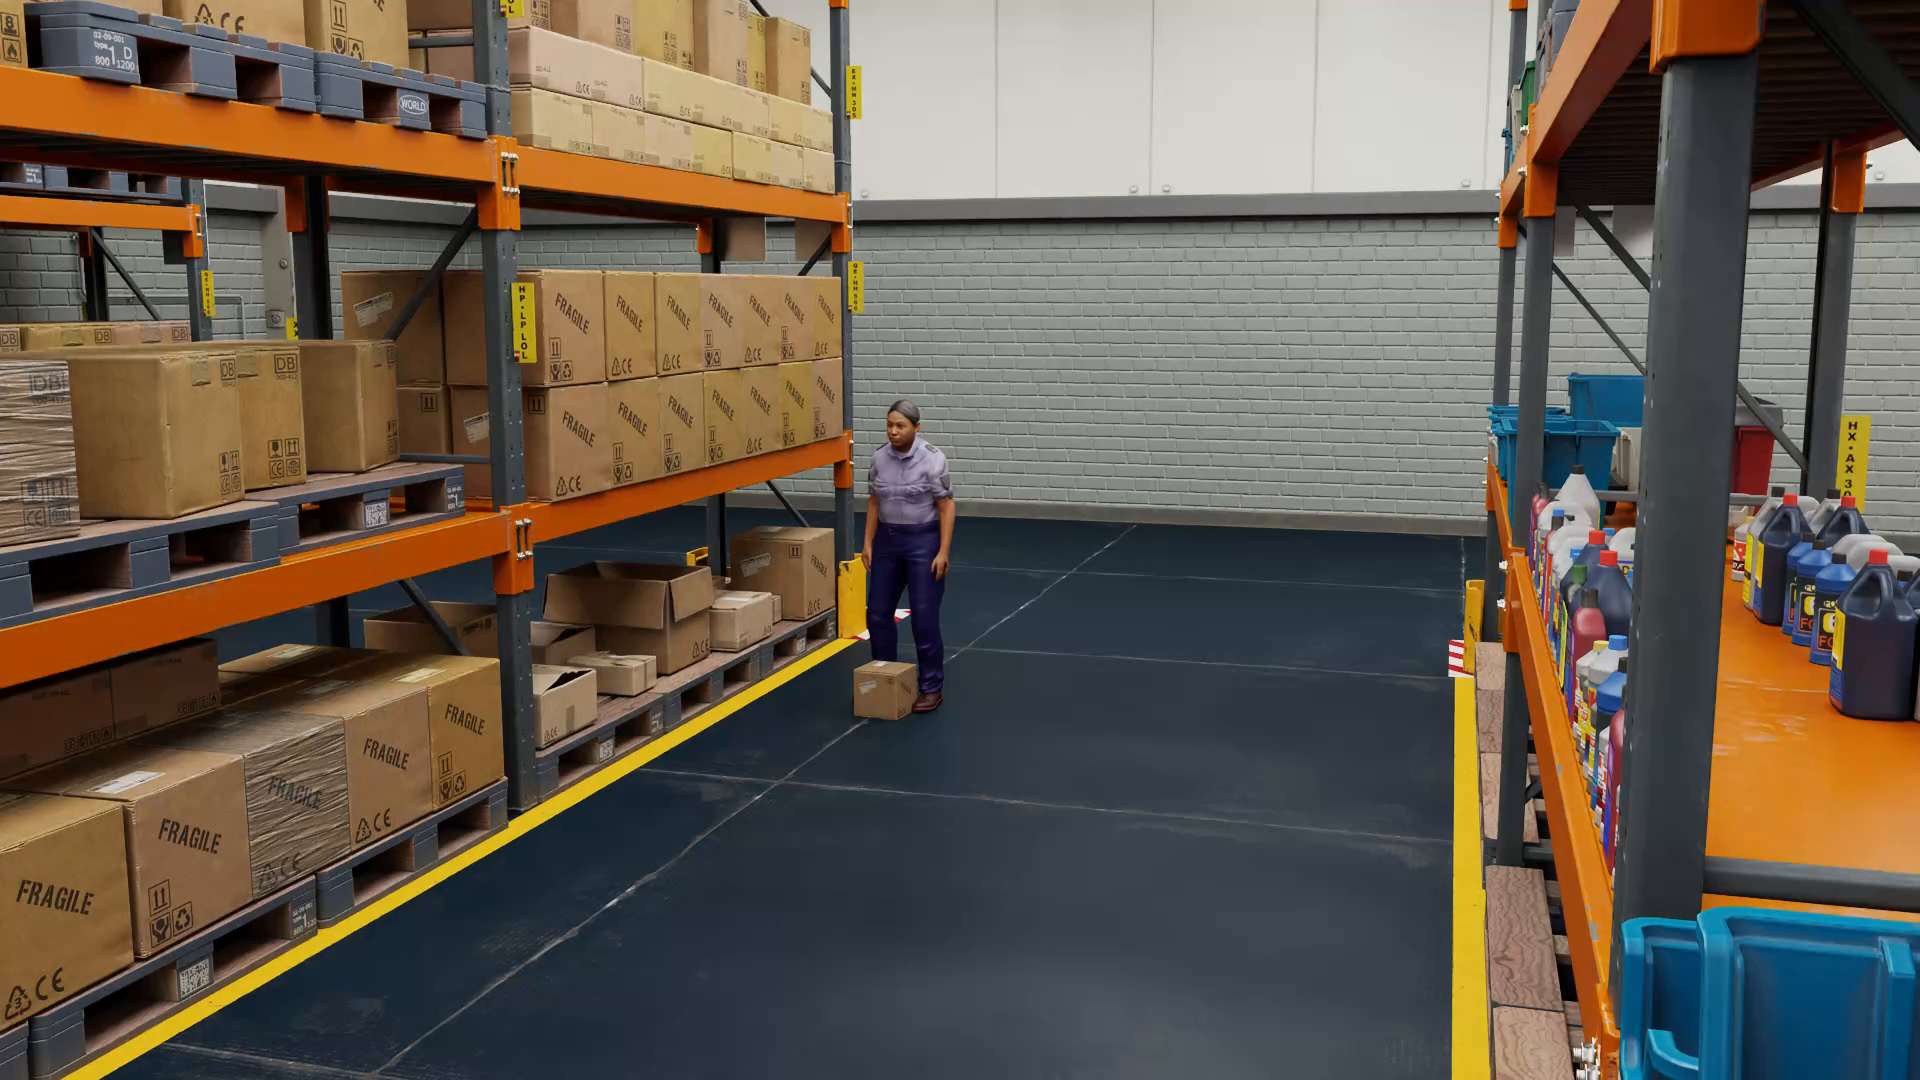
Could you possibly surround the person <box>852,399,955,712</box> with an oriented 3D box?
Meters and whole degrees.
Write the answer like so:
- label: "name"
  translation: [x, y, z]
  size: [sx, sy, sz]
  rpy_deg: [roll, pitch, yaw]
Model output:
- label: "person"
  translation: [-0.285, 0.069, 8.898]
  size: [0.545, 1.651, 0.367]
  rpy_deg: [4, 10, 28]
